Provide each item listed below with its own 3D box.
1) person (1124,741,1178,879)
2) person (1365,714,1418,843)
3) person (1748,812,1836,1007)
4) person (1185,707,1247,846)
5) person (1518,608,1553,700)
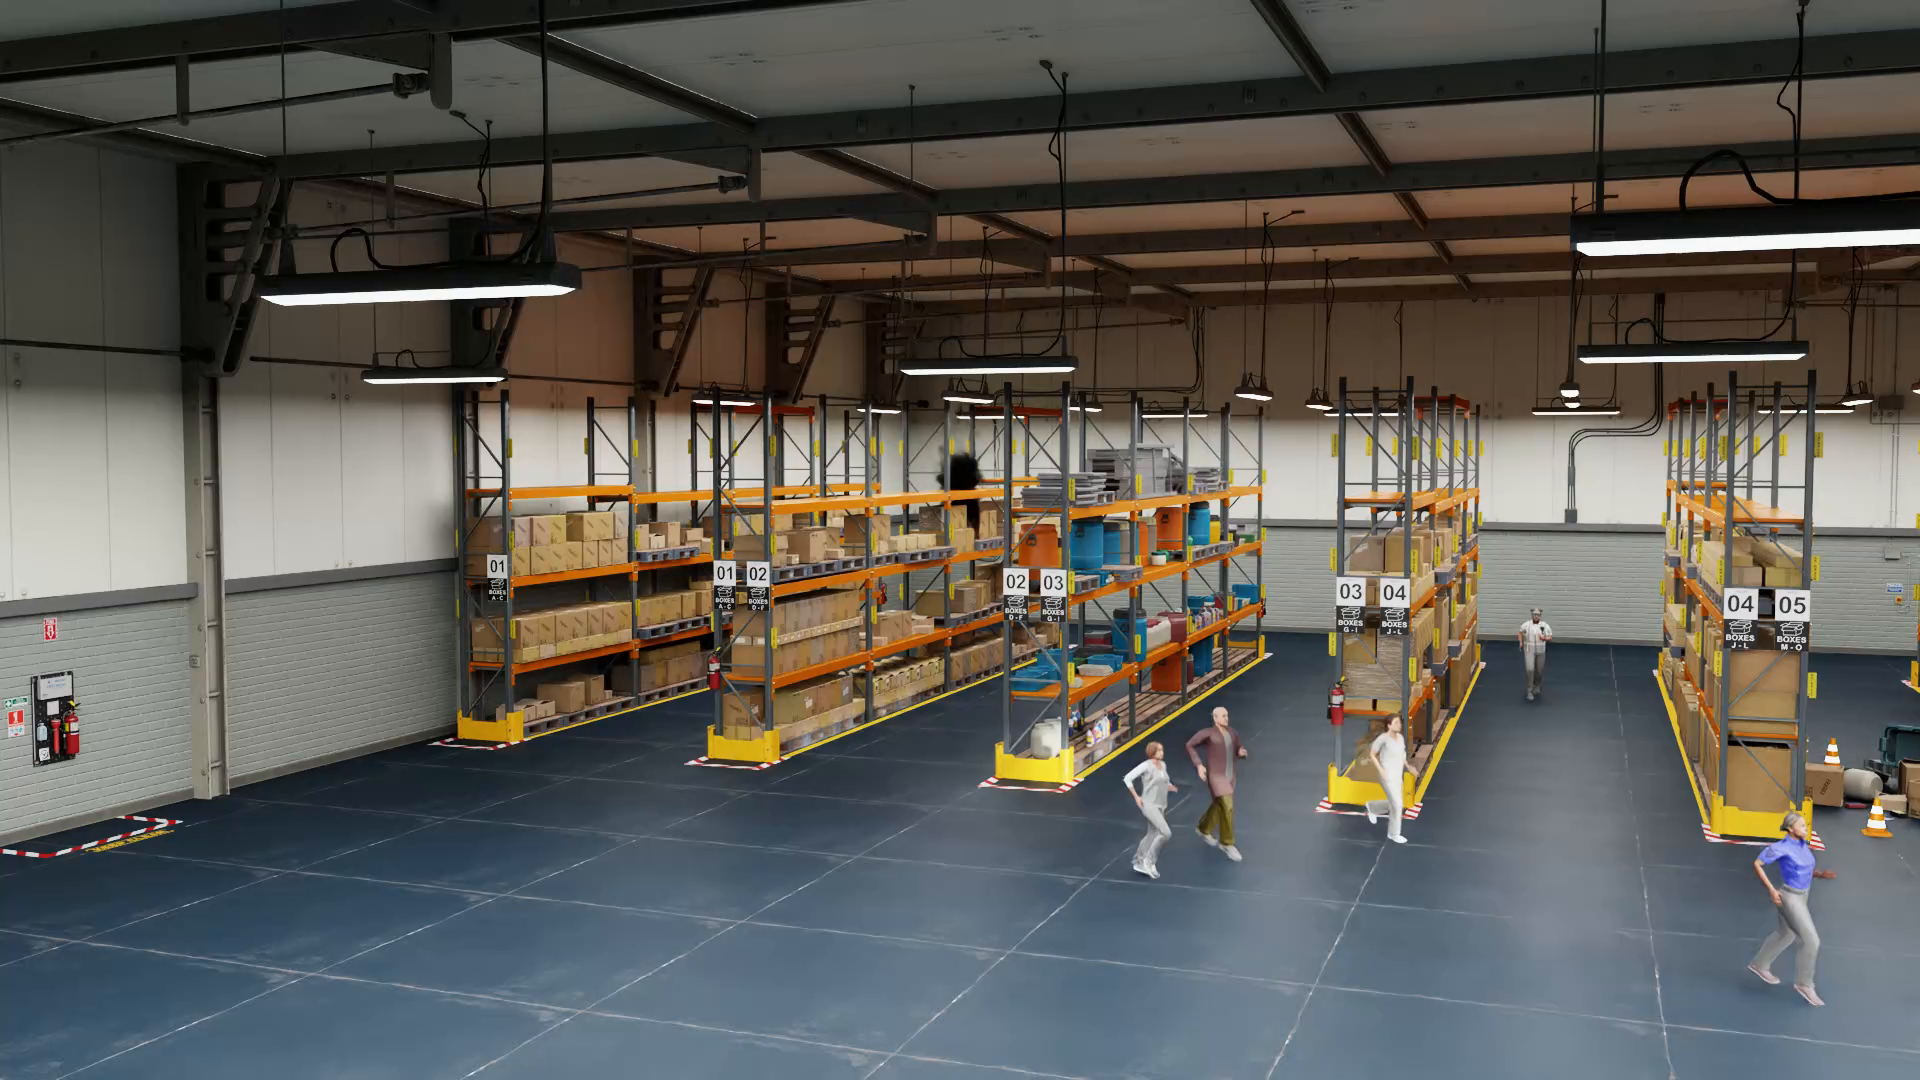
[{"bbox_3d":[2.274,3.135,19.348,0.606,1.582,0.520,3,4,39],"label":"person"},{"bbox_3d":[5.452,3.023,21.349,0.548,1.623,0.734,-2,4,-34],"label":"person"},{"bbox_3d":[7.583,3.388,15.183,0.546,1.622,0.770,-3,4,-44],"label":"person"},{"bbox_3d":[3.206,2.895,20.527,0.680,1.653,0.841,-3,4,-40],"label":"person"},{"bbox_3d":[11.555,2.273,33.416,0.642,1.829,0.854,1,3,13],"label":"person"}]
